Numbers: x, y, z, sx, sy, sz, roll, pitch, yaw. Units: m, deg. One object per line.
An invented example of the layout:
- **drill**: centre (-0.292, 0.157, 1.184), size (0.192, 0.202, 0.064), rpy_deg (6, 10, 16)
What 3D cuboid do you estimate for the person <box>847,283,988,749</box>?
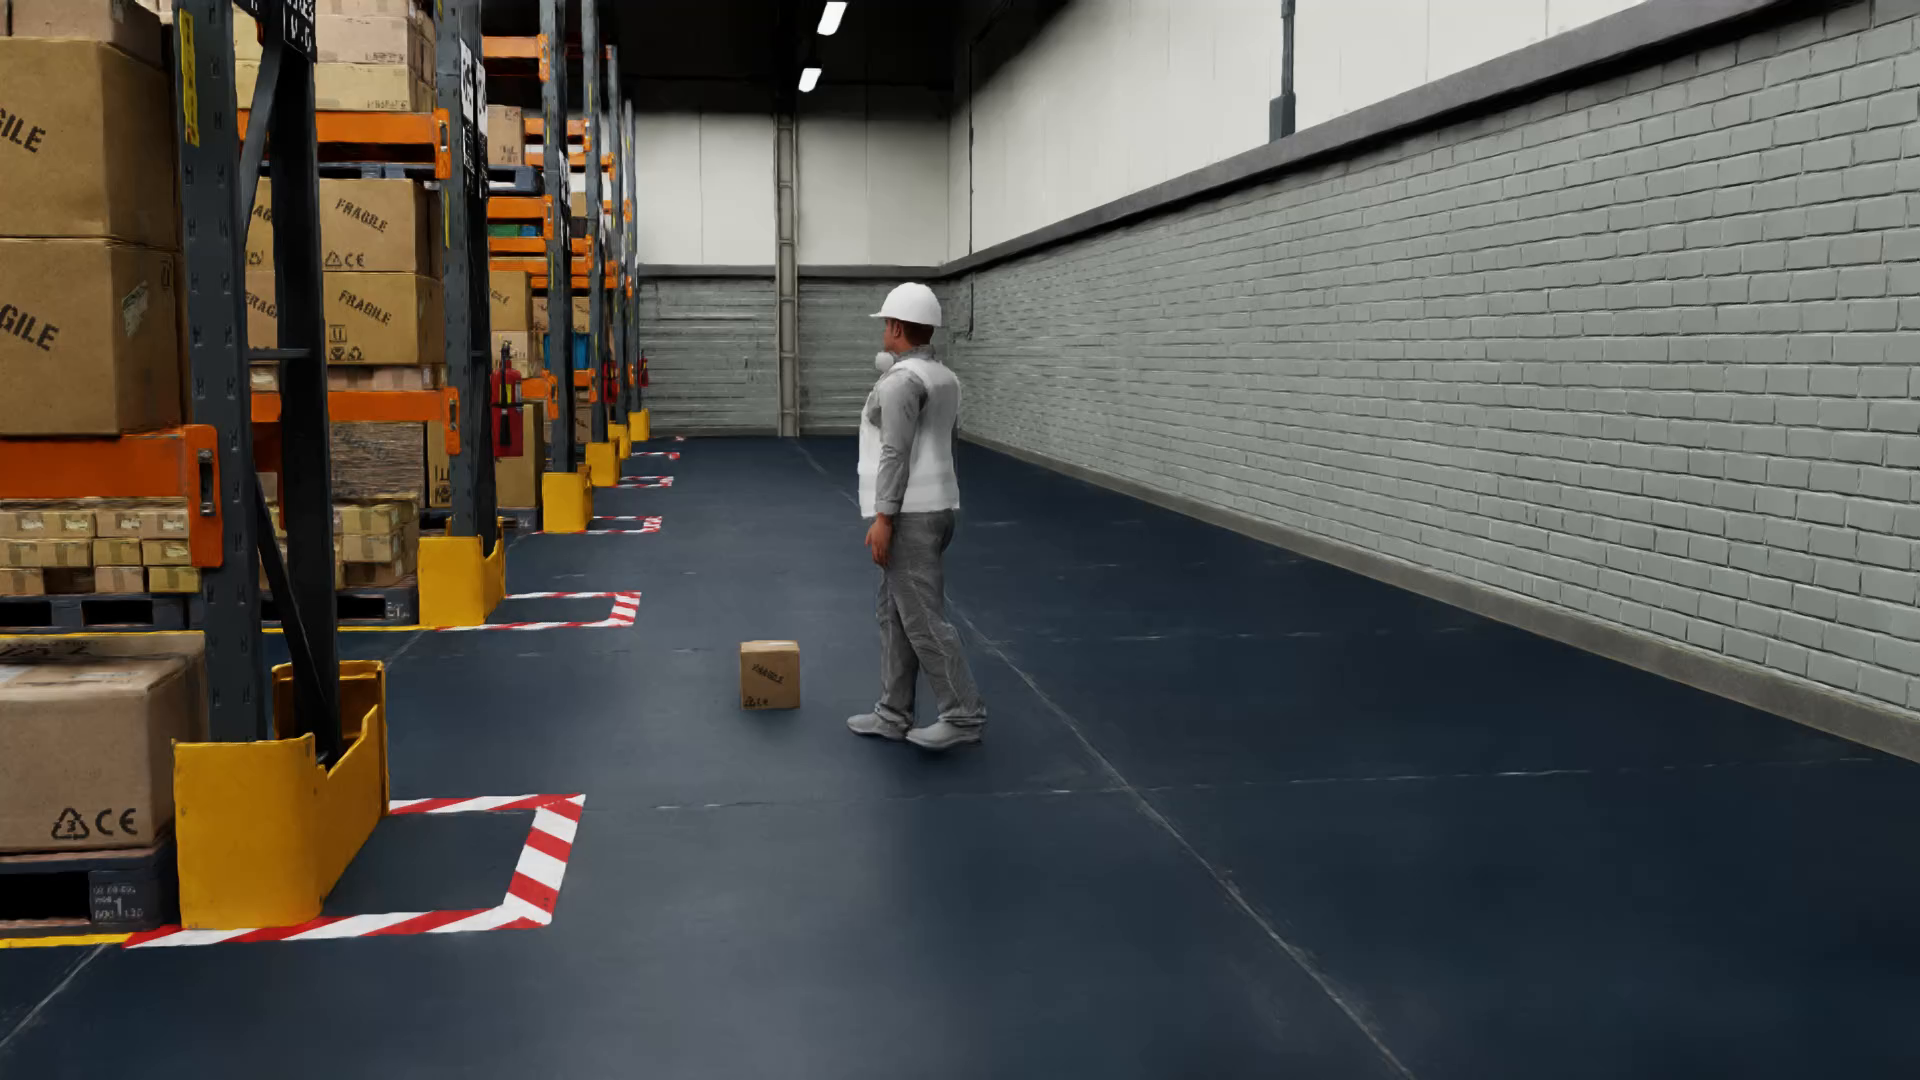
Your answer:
- **person**: centre (-0.188, -0.091, 6.378), size (0.638, 1.776, 0.560), rpy_deg (2, 7, 17)
